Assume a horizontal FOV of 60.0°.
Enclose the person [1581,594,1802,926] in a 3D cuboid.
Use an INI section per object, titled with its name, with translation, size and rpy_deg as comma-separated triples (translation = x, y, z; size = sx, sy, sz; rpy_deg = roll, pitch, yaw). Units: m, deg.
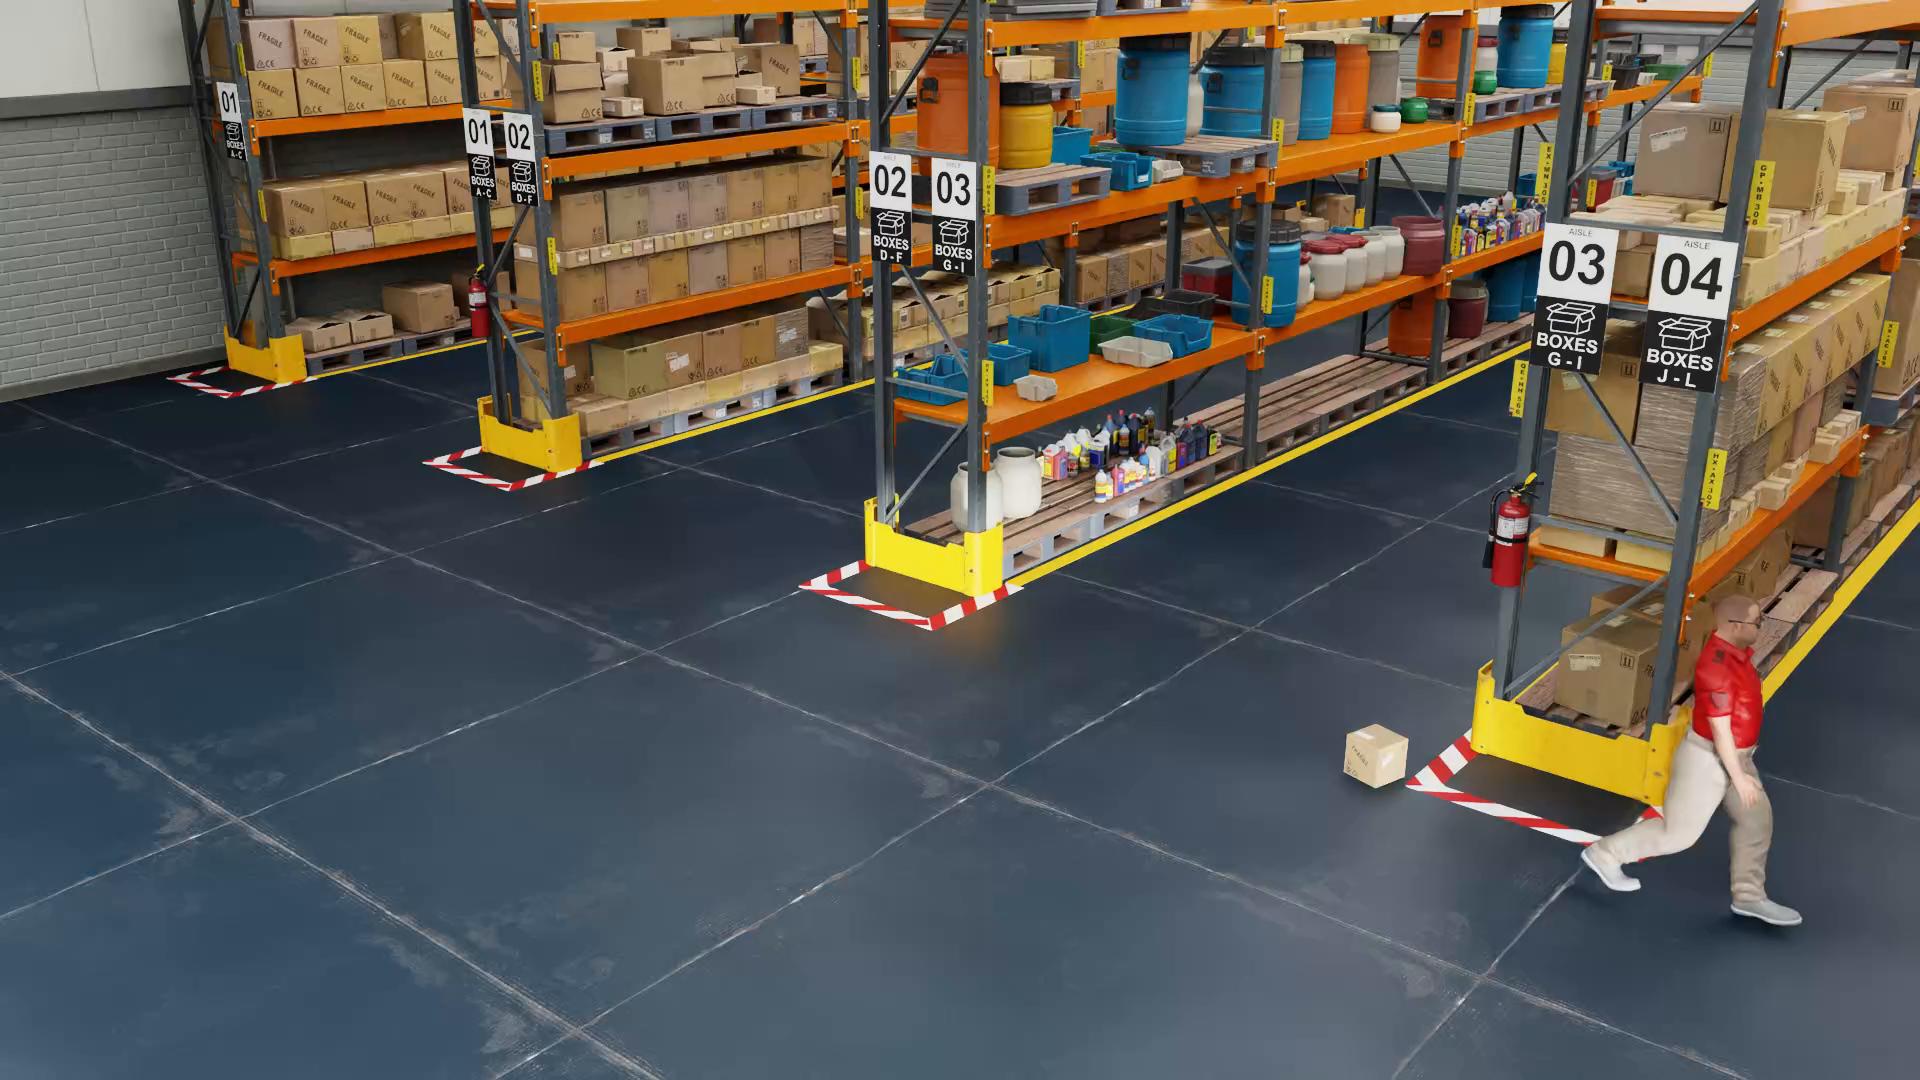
[person]
translation = 3.719, 1.059, 8.204
size = 1.030, 1.673, 0.530
rpy_deg = 14, 24, 34
